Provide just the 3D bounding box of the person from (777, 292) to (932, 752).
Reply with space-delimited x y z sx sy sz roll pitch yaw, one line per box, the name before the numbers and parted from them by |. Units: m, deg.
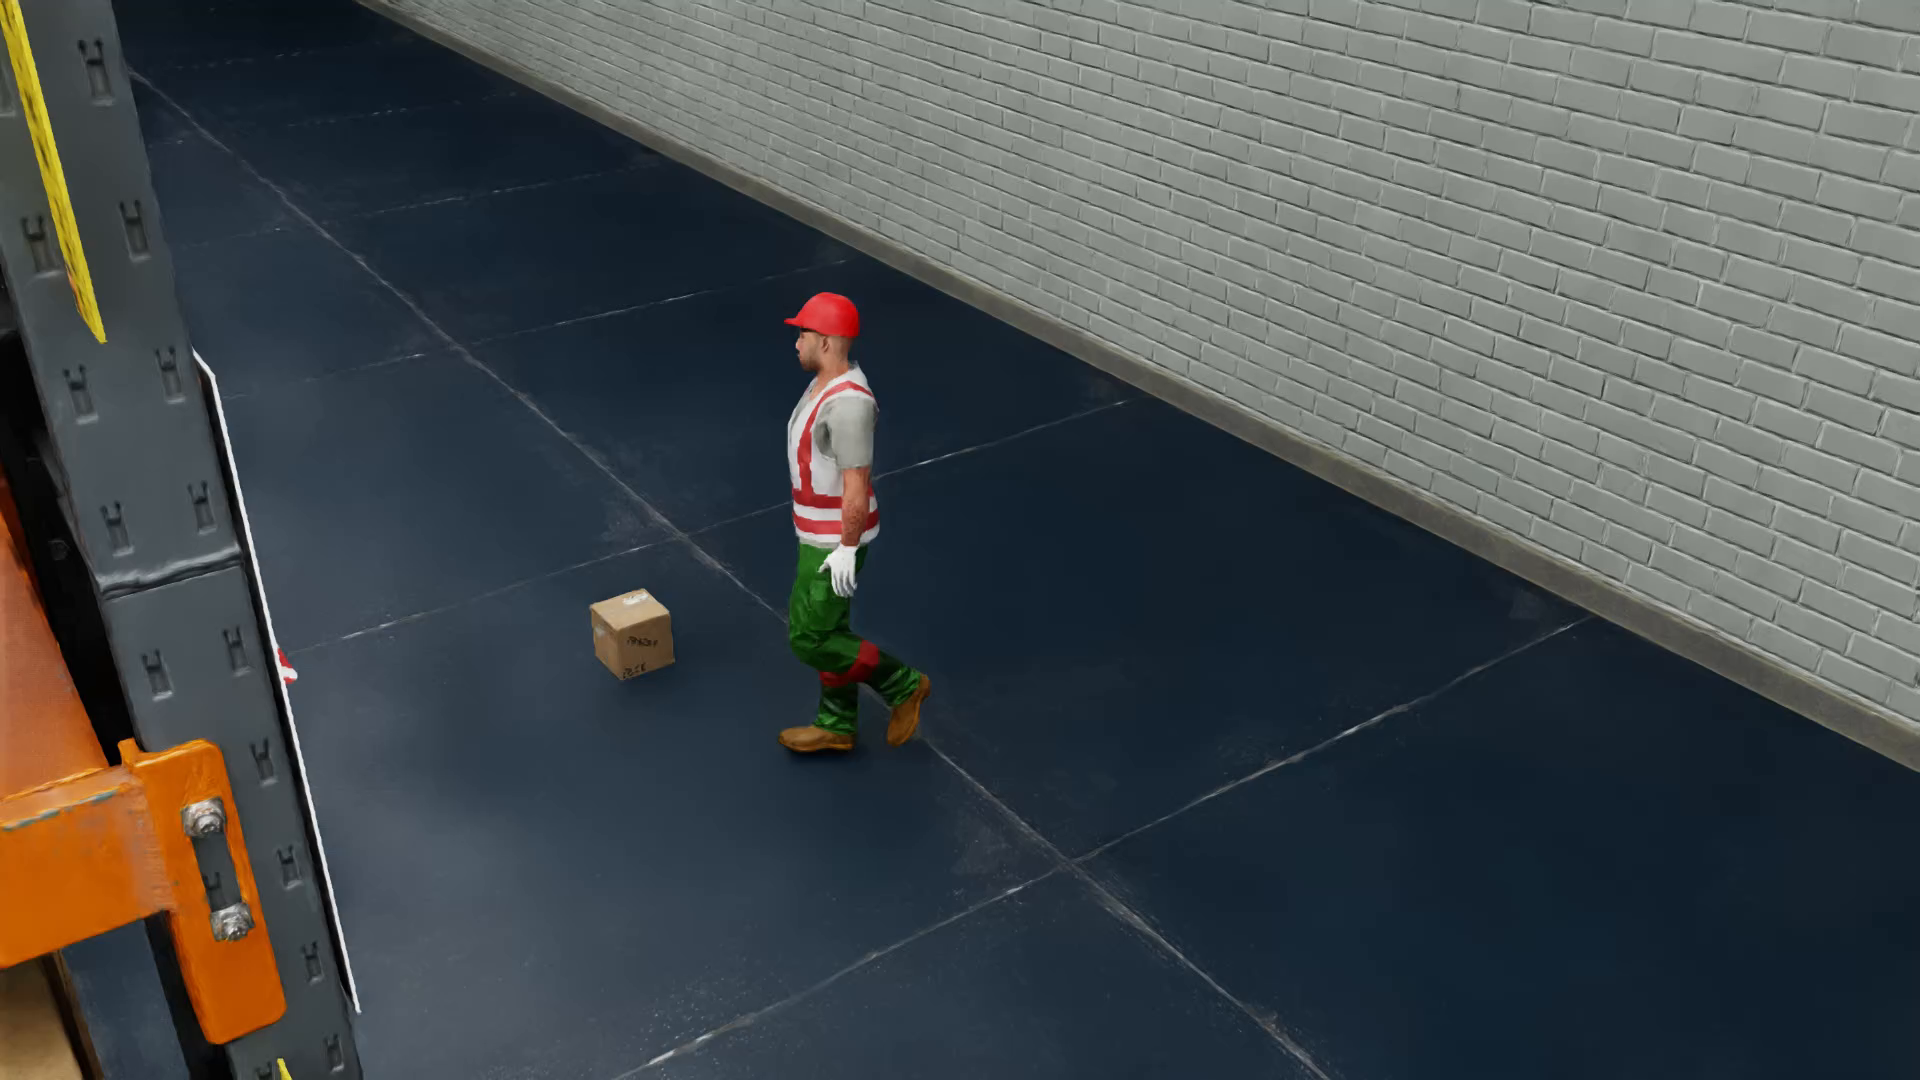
person | -0.427 -0.032 6.142 0.593 1.765 0.592 -5 29 -9
